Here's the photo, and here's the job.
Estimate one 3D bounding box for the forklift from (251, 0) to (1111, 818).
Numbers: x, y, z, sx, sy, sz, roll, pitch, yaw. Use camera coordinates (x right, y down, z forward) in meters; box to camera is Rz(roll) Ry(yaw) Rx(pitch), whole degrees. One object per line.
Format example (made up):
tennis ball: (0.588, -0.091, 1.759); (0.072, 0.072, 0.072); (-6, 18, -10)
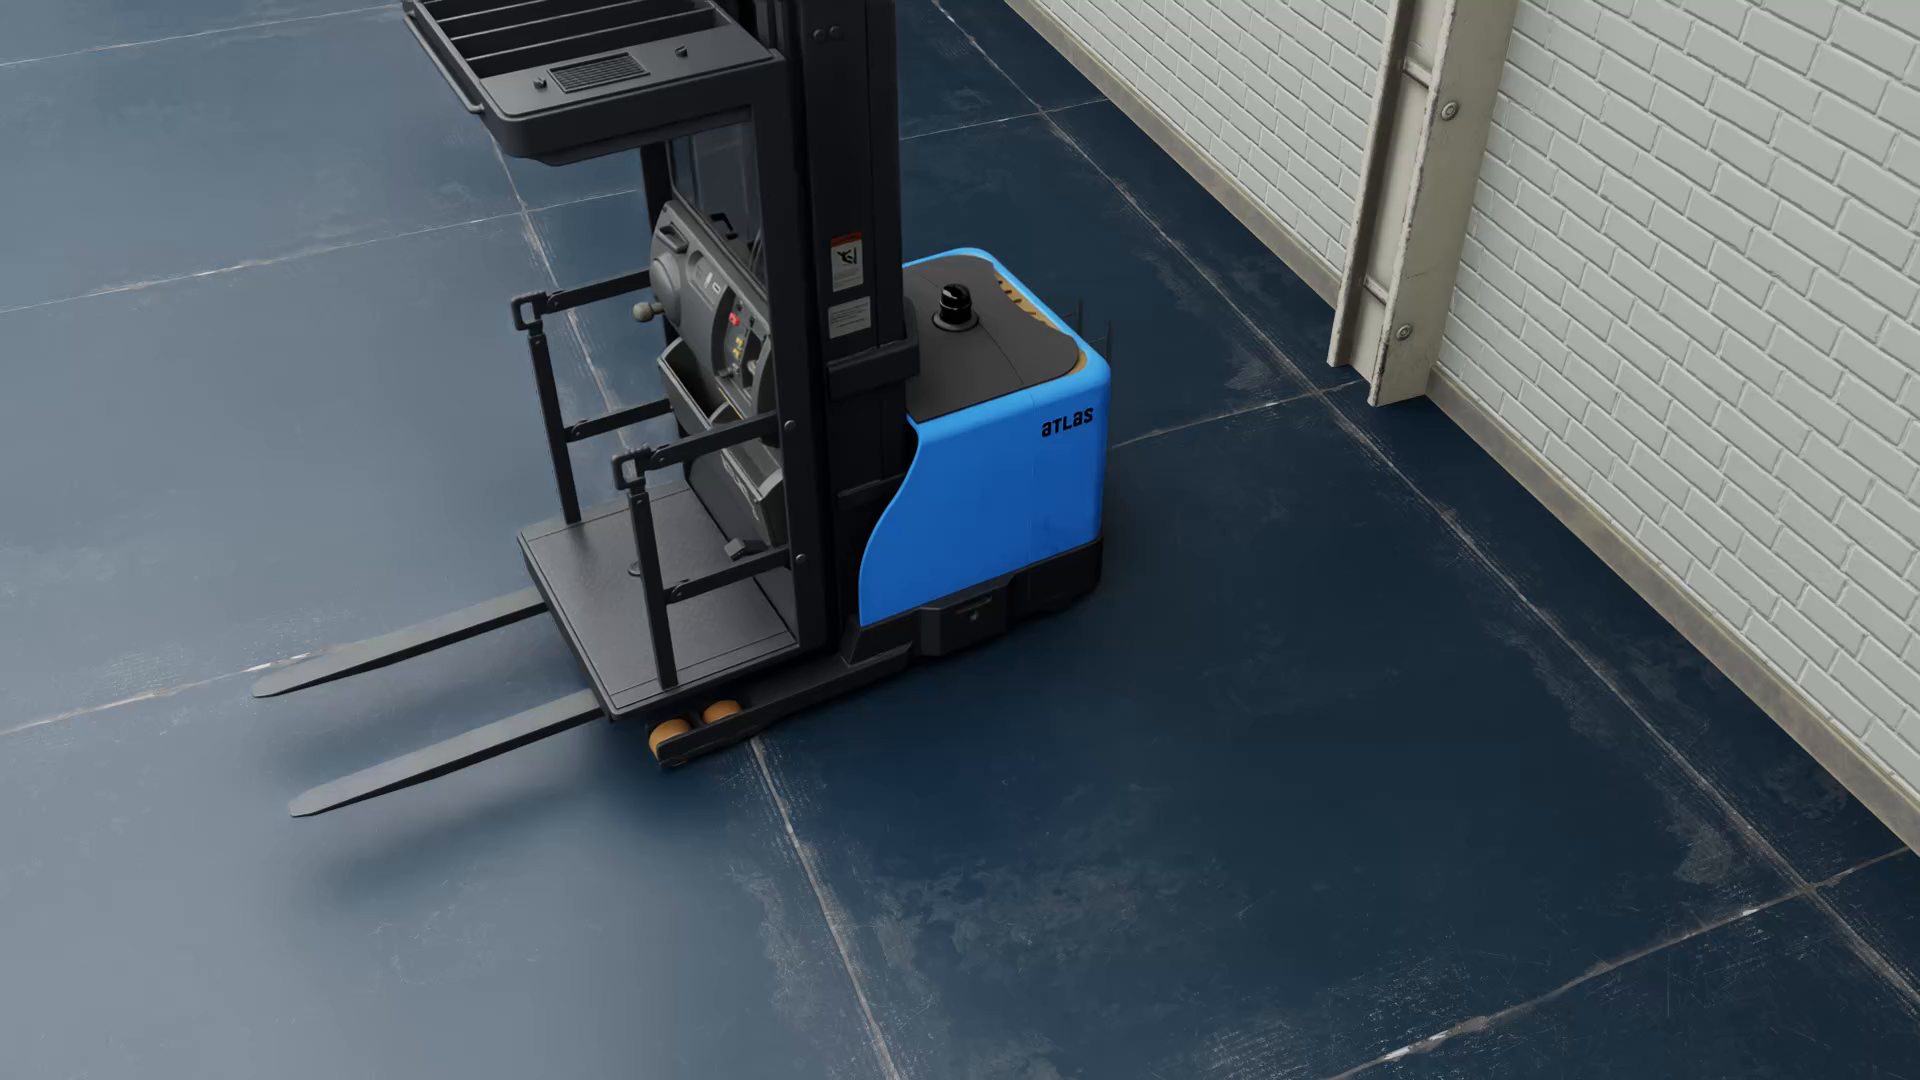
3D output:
forklift: (-0.993, -0.715, 5.333); (3.031, 2.935, 1.130); (-20, 44, -21)

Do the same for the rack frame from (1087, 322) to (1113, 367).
rack frame: (0.478, -0.448, 6.581); (0.240, 0.900, 0.006); (-21, 45, -22)

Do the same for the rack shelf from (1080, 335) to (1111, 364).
rack shelf: (0.427, -0.685, 6.493); (0.258, 0.077, 0.200); (-21, 45, -22)

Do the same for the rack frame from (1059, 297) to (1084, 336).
rack frame: (0.376, -0.563, 6.714); (0.240, 0.900, 0.006); (-21, 45, -22)

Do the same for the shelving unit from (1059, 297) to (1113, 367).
shelving unit: (0.427, -0.505, 6.647); (0.258, 0.900, 0.210); (-21, 45, -22)

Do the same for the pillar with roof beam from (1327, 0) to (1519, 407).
pillar with roof beam: (-2.061, -3.088, 3.439); (9.100, 9.000, 0.400); (-15, 43, -17)
